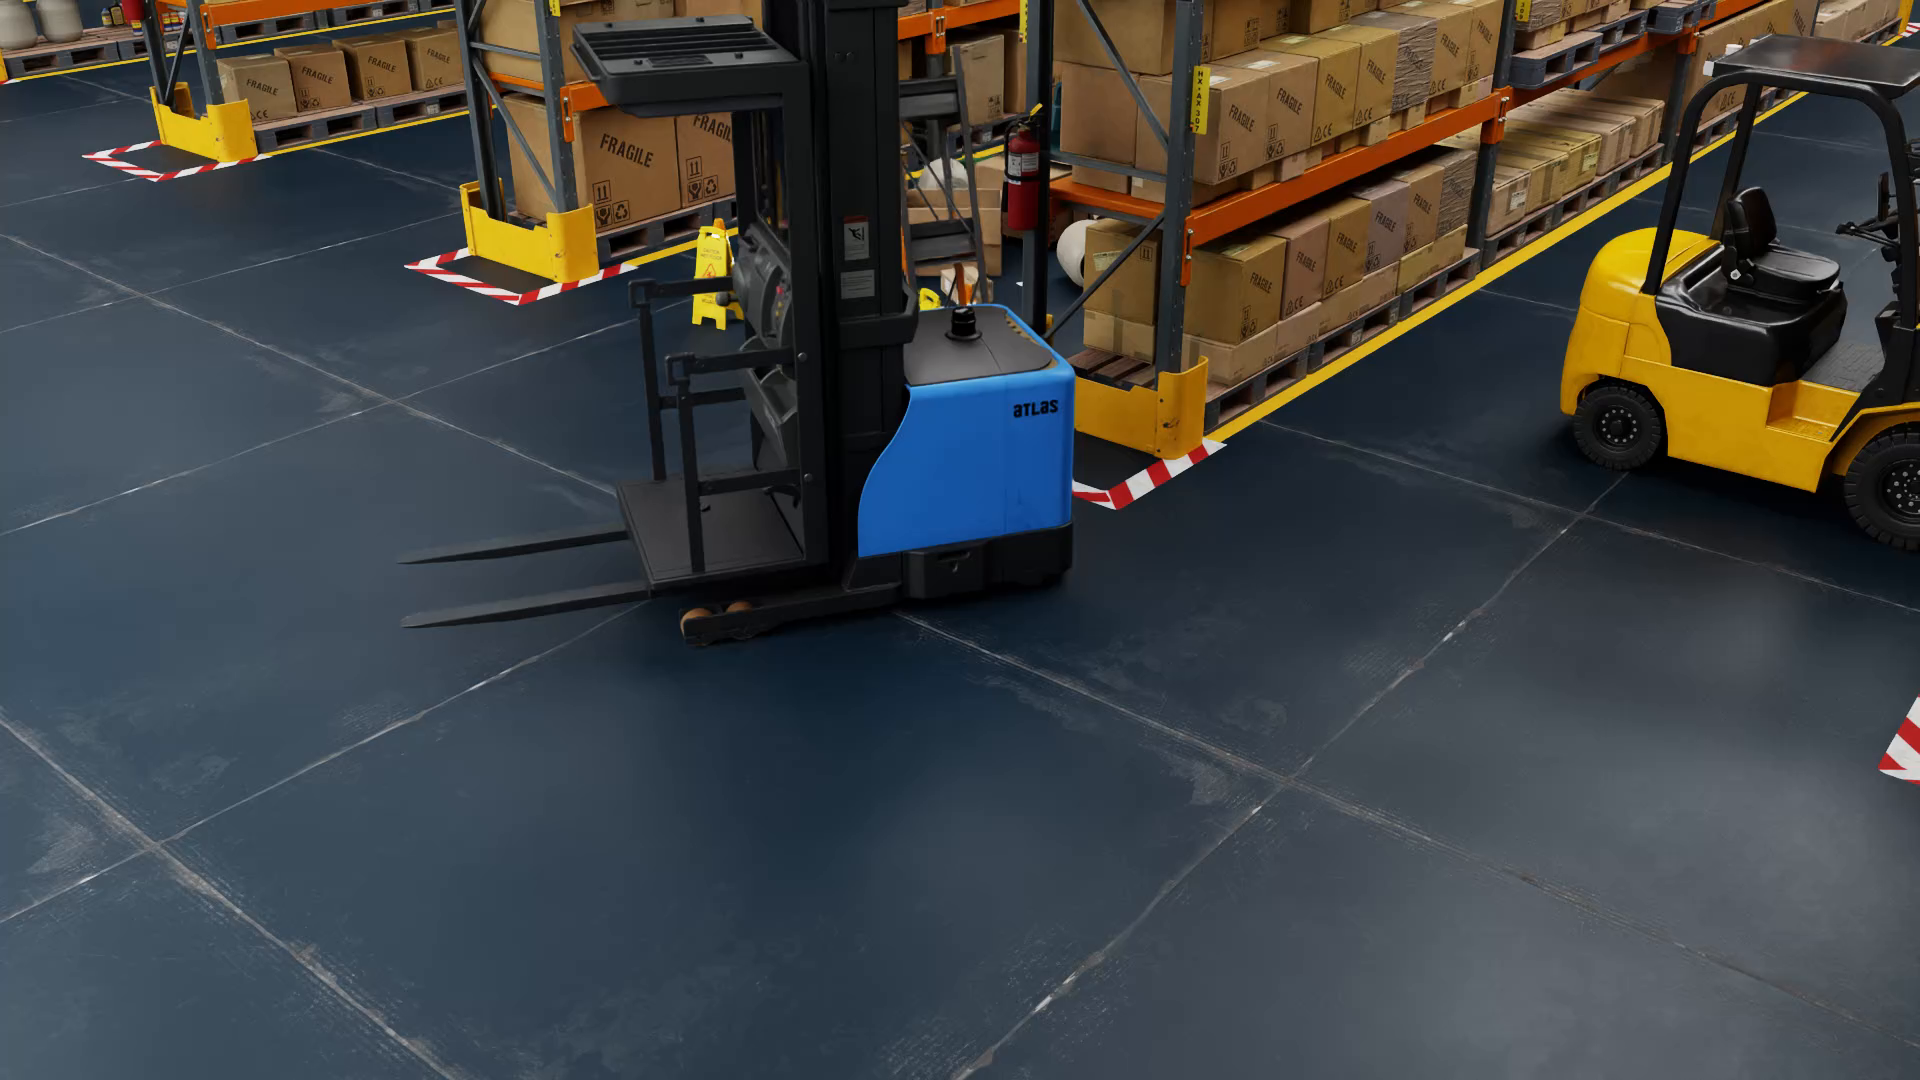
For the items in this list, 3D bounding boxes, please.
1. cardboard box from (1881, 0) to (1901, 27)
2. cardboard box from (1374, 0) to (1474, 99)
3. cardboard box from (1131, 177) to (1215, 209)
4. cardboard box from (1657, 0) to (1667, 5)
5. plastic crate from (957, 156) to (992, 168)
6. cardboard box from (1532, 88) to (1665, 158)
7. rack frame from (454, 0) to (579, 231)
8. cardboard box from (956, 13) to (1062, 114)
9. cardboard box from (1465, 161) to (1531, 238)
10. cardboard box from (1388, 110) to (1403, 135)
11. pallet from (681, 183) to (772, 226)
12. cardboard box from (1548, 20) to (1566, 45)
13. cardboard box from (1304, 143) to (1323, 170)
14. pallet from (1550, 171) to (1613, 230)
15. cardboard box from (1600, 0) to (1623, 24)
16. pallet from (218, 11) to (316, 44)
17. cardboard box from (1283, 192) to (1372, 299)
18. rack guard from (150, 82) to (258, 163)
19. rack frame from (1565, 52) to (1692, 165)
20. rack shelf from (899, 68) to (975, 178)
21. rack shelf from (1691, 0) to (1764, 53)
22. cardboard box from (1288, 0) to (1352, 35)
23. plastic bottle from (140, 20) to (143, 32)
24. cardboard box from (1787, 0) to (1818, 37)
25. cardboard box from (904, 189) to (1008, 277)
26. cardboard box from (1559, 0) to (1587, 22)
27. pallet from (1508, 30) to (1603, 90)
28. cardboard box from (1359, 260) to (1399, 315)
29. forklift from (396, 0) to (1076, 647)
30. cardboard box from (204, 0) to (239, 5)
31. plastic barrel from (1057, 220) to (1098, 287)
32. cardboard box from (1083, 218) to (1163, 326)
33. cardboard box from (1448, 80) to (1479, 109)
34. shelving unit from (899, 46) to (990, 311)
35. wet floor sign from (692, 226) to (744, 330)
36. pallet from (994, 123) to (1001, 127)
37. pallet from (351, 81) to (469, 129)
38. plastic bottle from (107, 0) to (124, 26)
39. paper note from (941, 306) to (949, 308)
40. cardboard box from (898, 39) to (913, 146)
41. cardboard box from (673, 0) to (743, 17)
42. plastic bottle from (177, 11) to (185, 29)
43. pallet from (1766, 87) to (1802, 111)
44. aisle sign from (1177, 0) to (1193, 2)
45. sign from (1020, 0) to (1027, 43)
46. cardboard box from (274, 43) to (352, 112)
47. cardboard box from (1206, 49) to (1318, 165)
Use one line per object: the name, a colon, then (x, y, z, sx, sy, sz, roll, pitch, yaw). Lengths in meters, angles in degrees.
cardboard box: (10.607, -6.420, 19.728, 0.875, 0.438, 0.875, 19, 33, 33)
cardboard box: (2.904, -3.142, 10.627, 0.500, 0.500, 0.500, 22, 35, 36)
cardboard box: (1.149, -1.911, 8.952, 0.380, 0.149, 0.250, 21, 34, 35)
cardboard box: (5.428, -4.383, 13.275, 0.380, 0.149, 0.250, 19, 33, 32)
plastic crate: (0.334, -3.124, 14.021, 0.662, 0.188, 0.450, -10, 19, -18)
cardboard box: (5.494, -3.621, 14.387, 0.950, 0.372, 0.625, 18, 32, 31)
rack frame: (-3.111, -3.373, 11.506, 1.000, 3.000, 0.127, 21, 34, 34)
cardboard box: (0.375, -4.566, 15.803, 1.050, 0.750, 0.750, 21, 34, 34)
cardboard box: (3.649, -2.587, 12.388, 0.950, 0.372, 0.625, 21, 34, 35)
cardboard box: (2.518, -2.623, 10.329, 0.380, 0.149, 0.250, 20, 33, 34)
pallet: (-1.887, -2.872, 13.571, 1.003, 0.211, 1.213, 21, 34, 34)
cardboard box: (4.078, -3.645, 11.848, 0.380, 0.149, 0.250, 22, 34, 35)
cardboard box: (1.865, -2.253, 9.614, 0.380, 0.149, 0.250, 22, 34, 36)
pallet: (4.587, -2.853, 13.535, 1.003, 0.211, 1.213, 21, 34, 34)
cardboard box: (4.763, -4.013, 12.559, 0.380, 0.149, 0.250, 22, 35, 36)
pallet: (-8.611, -6.260, 20.121, 1.003, 0.211, 1.213, 21, 34, 34)
cardboard box: (2.169, -1.837, 10.255, 0.500, 0.500, 0.500, 22, 34, 35)
rack guard: (-6.826, -3.775, 15.004, 1.175, 0.500, 0.348, 21, 34, 34)
rack frame: (5.861, -4.799, 14.262, 1.000, 3.000, 0.127, 21, 34, 34)
rack shelf: (-0.212, -2.112, 8.539, 0.431, 0.518, 0.480, -9, 11, -13)
rack shelf: (7.134, -5.188, 15.798, 1.077, 0.370, 4.000, 21, 34, 34)
cardboard box: (1.926, -3.352, 9.945, 0.700, 0.500, 0.500, 21, 34, 34)
plastic bottle: (-9.236, -5.847, 18.855, 0.097, 0.201, 0.097, 0, 27, 0)
cardboard box: (8.073, -5.217, 16.925, 0.875, 0.875, 0.875, 22, 35, 36)
cardboard box: (-0.063, -2.216, 11.986, 0.797, 0.503, 0.637, 0, 27, 0)
cardboard box: (4.155, -4.004, 11.835, 0.500, 0.500, 0.500, 21, 34, 35)
pallet: (3.915, -3.524, 12.006, 1.003, 0.211, 1.213, 21, 34, 34)
cardboard box: (2.490, -1.687, 10.782, 0.500, 0.250, 0.500, 21, 34, 35)
forklift: (-1.043, -1.103, 7.193, 3.031, 2.935, 1.130, -9, 29, -16)
cardboard box: (-6.509, -4.778, 14.496, 0.380, 0.149, 0.250, 21, 34, 34)
plastic barrel: (0.918, -1.993, 11.642, 0.421, 0.421, 0.512, -5, 28, -9)
cardboard box: (1.081, -1.621, 9.838, 0.500, 0.500, 0.500, 21, 34, 35)
cardboard box: (3.195, -2.975, 11.011, 0.380, 0.149, 0.250, 22, 34, 35)
shelving unit: (-0.131, -1.444, 8.670, 0.431, 2.100, 0.503, -9, 11, -13)
wet floor sign: (-1.602, -1.739, 10.908, 0.267, 0.644, 0.232, 15, 31, 26)
pallet: (0.642, -4.283, 16.299, 1.003, 0.211, 1.213, 21, 34, 34)
pallet: (-5.505, -4.355, 16.439, 1.003, 0.211, 1.213, 21, 34, 34)
plastic bottle: (-9.806, -6.121, 19.295, 0.061, 0.283, 0.133, 22, 34, 36)
paper note: (-0.162, -1.561, 11.233, 0.148, 0.019, 0.142, 9, 29, 17)
cardboard box: (-1.021, -3.832, 14.248, 0.875, 0.875, 0.875, 21, 34, 35)
cardboard box: (-2.124, -3.948, 12.454, 0.875, 0.550, 0.550, 21, 34, 34)
plastic bottle: (-8.958, -6.003, 19.155, 0.097, 0.201, 0.097, 0, 27, 0)
pallet: (7.973, -4.683, 17.072, 1.003, 0.211, 1.213, 21, 34, 34)
aisle sign: (0.973, -3.004, 7.964, 0.394, 0.787, 0.004, 21, 34, 34)
sign: (0.357, -2.786, 8.767, 0.100, 0.325, 0.005, 21, 34, 34)
cardboard box: (-6.110, -4.373, 15.703, 0.500, 0.500, 0.500, -18, 32, -31)
cardboard box: (1.615, -2.410, 9.212, 0.500, 0.500, 0.500, 22, 35, 36)
